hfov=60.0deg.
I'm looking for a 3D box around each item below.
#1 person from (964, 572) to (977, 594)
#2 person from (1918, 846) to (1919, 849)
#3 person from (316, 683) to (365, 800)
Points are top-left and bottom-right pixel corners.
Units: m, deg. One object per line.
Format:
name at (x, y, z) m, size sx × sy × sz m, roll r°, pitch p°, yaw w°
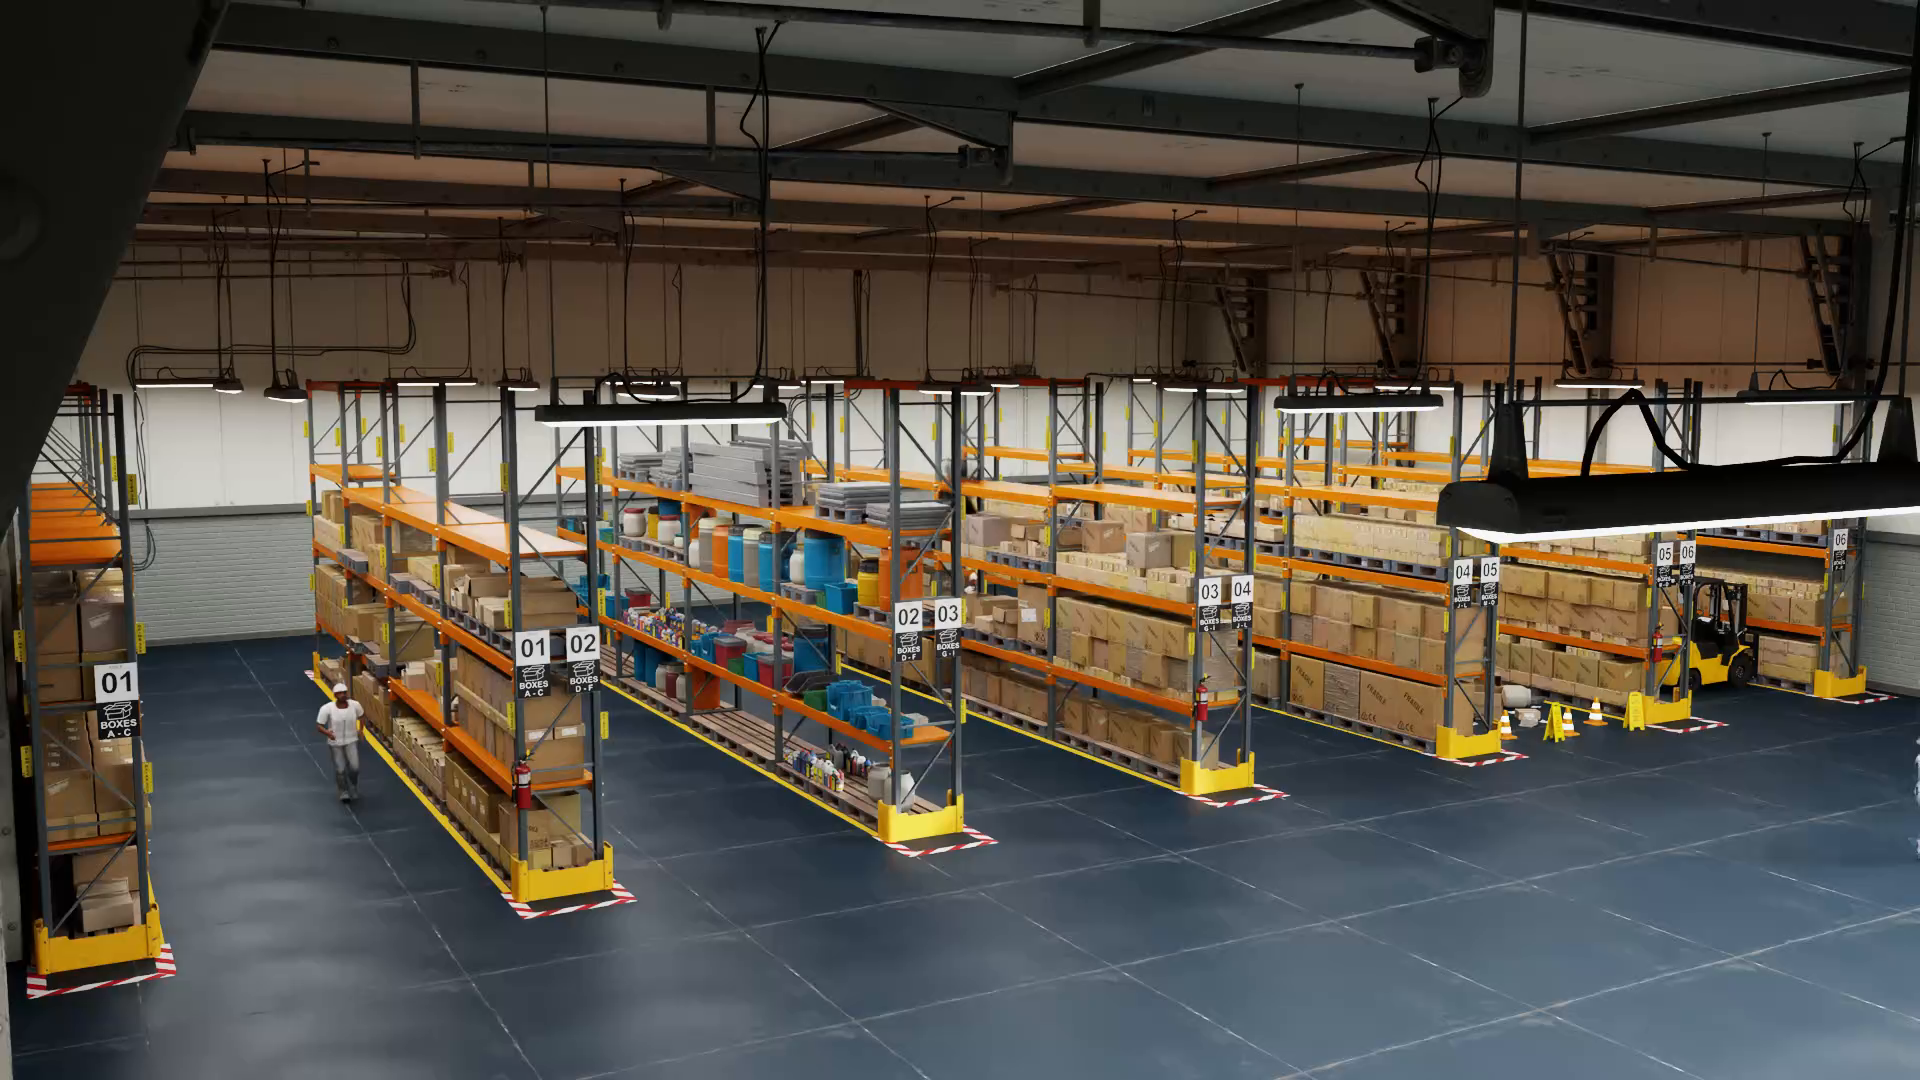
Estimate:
person at (0.284, 1.552, 34.966) m, size 0.612 × 1.757 × 0.830 m, roll -4°, pitch 7°, yaw -32°
person at (12.600, 3.249, 21.096) m, size 0.709 × 1.753 × 0.593 m, roll 1°, pitch 6°, yaw 5°
person at (-8.870, 2.921, 23.906) m, size 0.694 × 1.738 × 0.621 m, roll -3°, pitch 7°, yaw -27°
